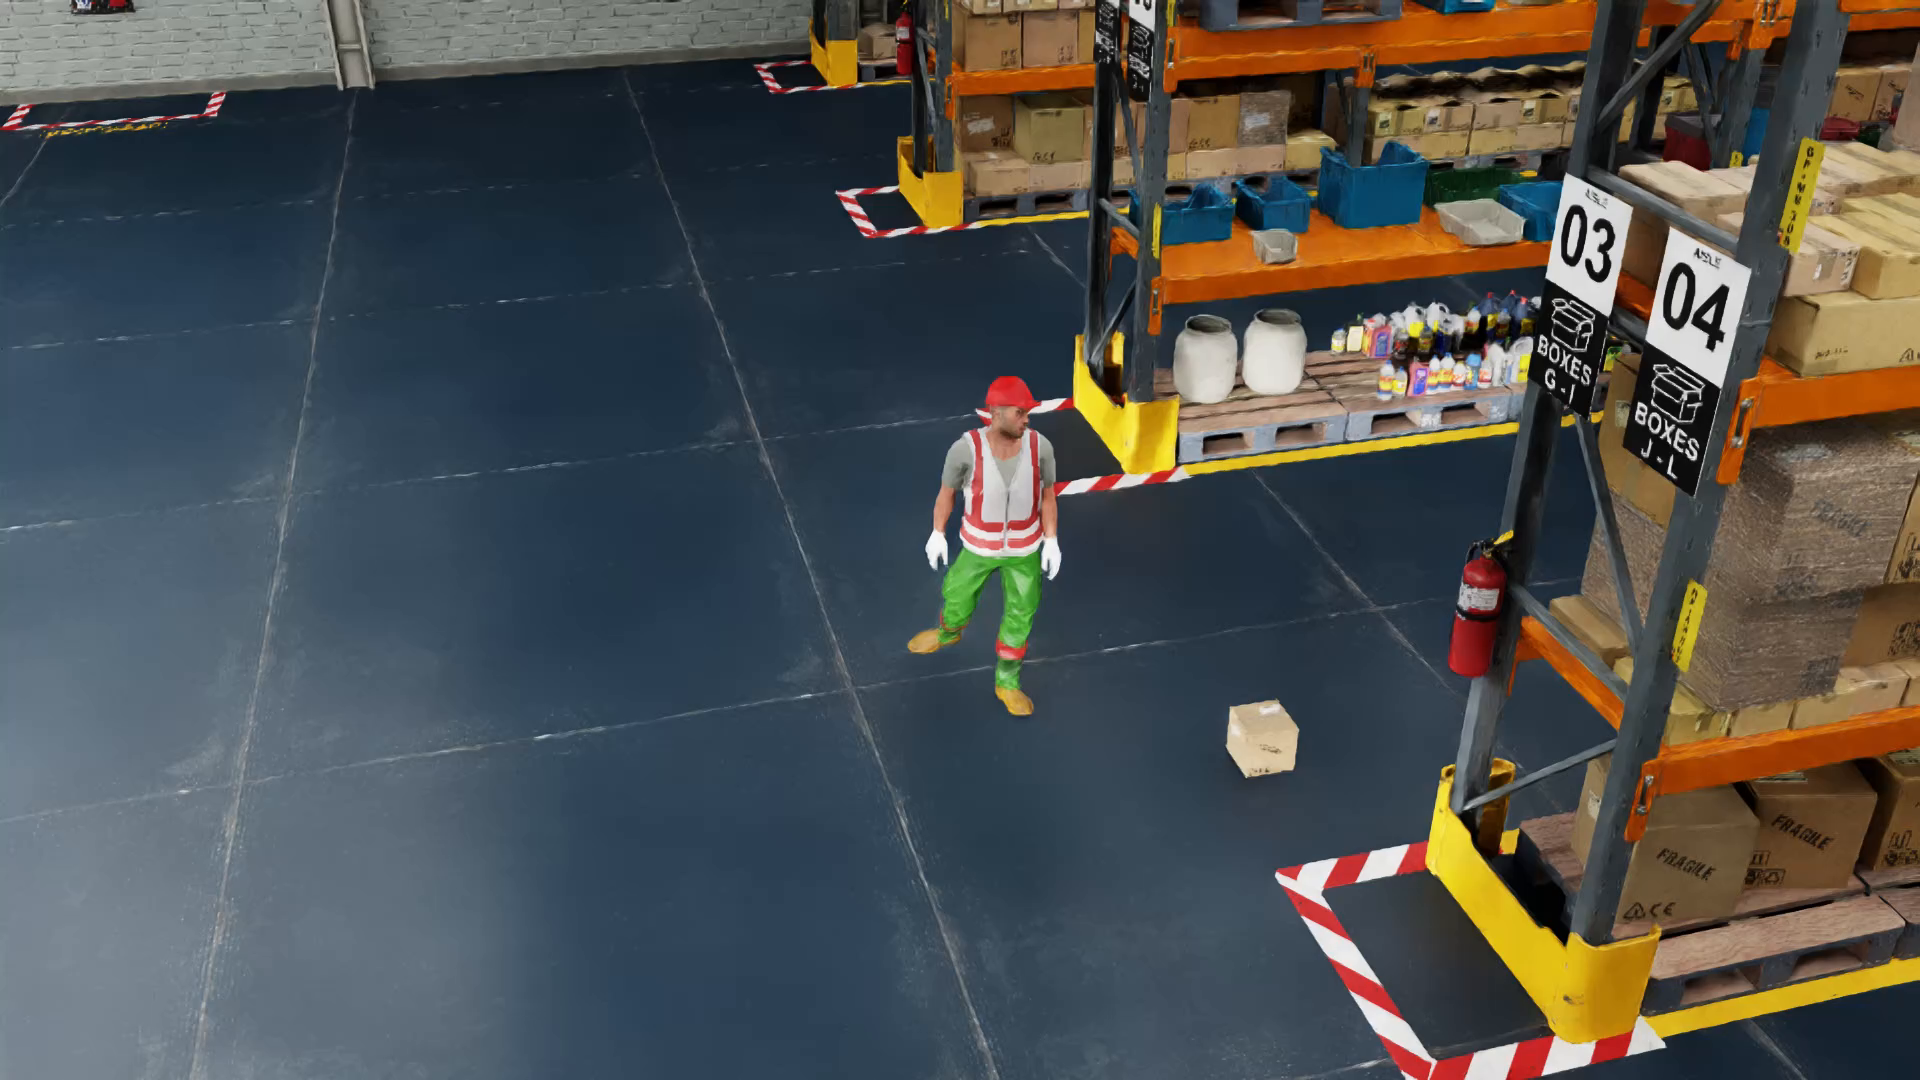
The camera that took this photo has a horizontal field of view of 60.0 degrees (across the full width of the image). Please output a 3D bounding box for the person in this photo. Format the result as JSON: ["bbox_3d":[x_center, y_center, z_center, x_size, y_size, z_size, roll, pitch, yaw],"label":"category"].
[{"bbox_3d":[0.118,-0.006,8.232,0.737,1.786,0.628,-4,30,-6],"label":"person"}]
